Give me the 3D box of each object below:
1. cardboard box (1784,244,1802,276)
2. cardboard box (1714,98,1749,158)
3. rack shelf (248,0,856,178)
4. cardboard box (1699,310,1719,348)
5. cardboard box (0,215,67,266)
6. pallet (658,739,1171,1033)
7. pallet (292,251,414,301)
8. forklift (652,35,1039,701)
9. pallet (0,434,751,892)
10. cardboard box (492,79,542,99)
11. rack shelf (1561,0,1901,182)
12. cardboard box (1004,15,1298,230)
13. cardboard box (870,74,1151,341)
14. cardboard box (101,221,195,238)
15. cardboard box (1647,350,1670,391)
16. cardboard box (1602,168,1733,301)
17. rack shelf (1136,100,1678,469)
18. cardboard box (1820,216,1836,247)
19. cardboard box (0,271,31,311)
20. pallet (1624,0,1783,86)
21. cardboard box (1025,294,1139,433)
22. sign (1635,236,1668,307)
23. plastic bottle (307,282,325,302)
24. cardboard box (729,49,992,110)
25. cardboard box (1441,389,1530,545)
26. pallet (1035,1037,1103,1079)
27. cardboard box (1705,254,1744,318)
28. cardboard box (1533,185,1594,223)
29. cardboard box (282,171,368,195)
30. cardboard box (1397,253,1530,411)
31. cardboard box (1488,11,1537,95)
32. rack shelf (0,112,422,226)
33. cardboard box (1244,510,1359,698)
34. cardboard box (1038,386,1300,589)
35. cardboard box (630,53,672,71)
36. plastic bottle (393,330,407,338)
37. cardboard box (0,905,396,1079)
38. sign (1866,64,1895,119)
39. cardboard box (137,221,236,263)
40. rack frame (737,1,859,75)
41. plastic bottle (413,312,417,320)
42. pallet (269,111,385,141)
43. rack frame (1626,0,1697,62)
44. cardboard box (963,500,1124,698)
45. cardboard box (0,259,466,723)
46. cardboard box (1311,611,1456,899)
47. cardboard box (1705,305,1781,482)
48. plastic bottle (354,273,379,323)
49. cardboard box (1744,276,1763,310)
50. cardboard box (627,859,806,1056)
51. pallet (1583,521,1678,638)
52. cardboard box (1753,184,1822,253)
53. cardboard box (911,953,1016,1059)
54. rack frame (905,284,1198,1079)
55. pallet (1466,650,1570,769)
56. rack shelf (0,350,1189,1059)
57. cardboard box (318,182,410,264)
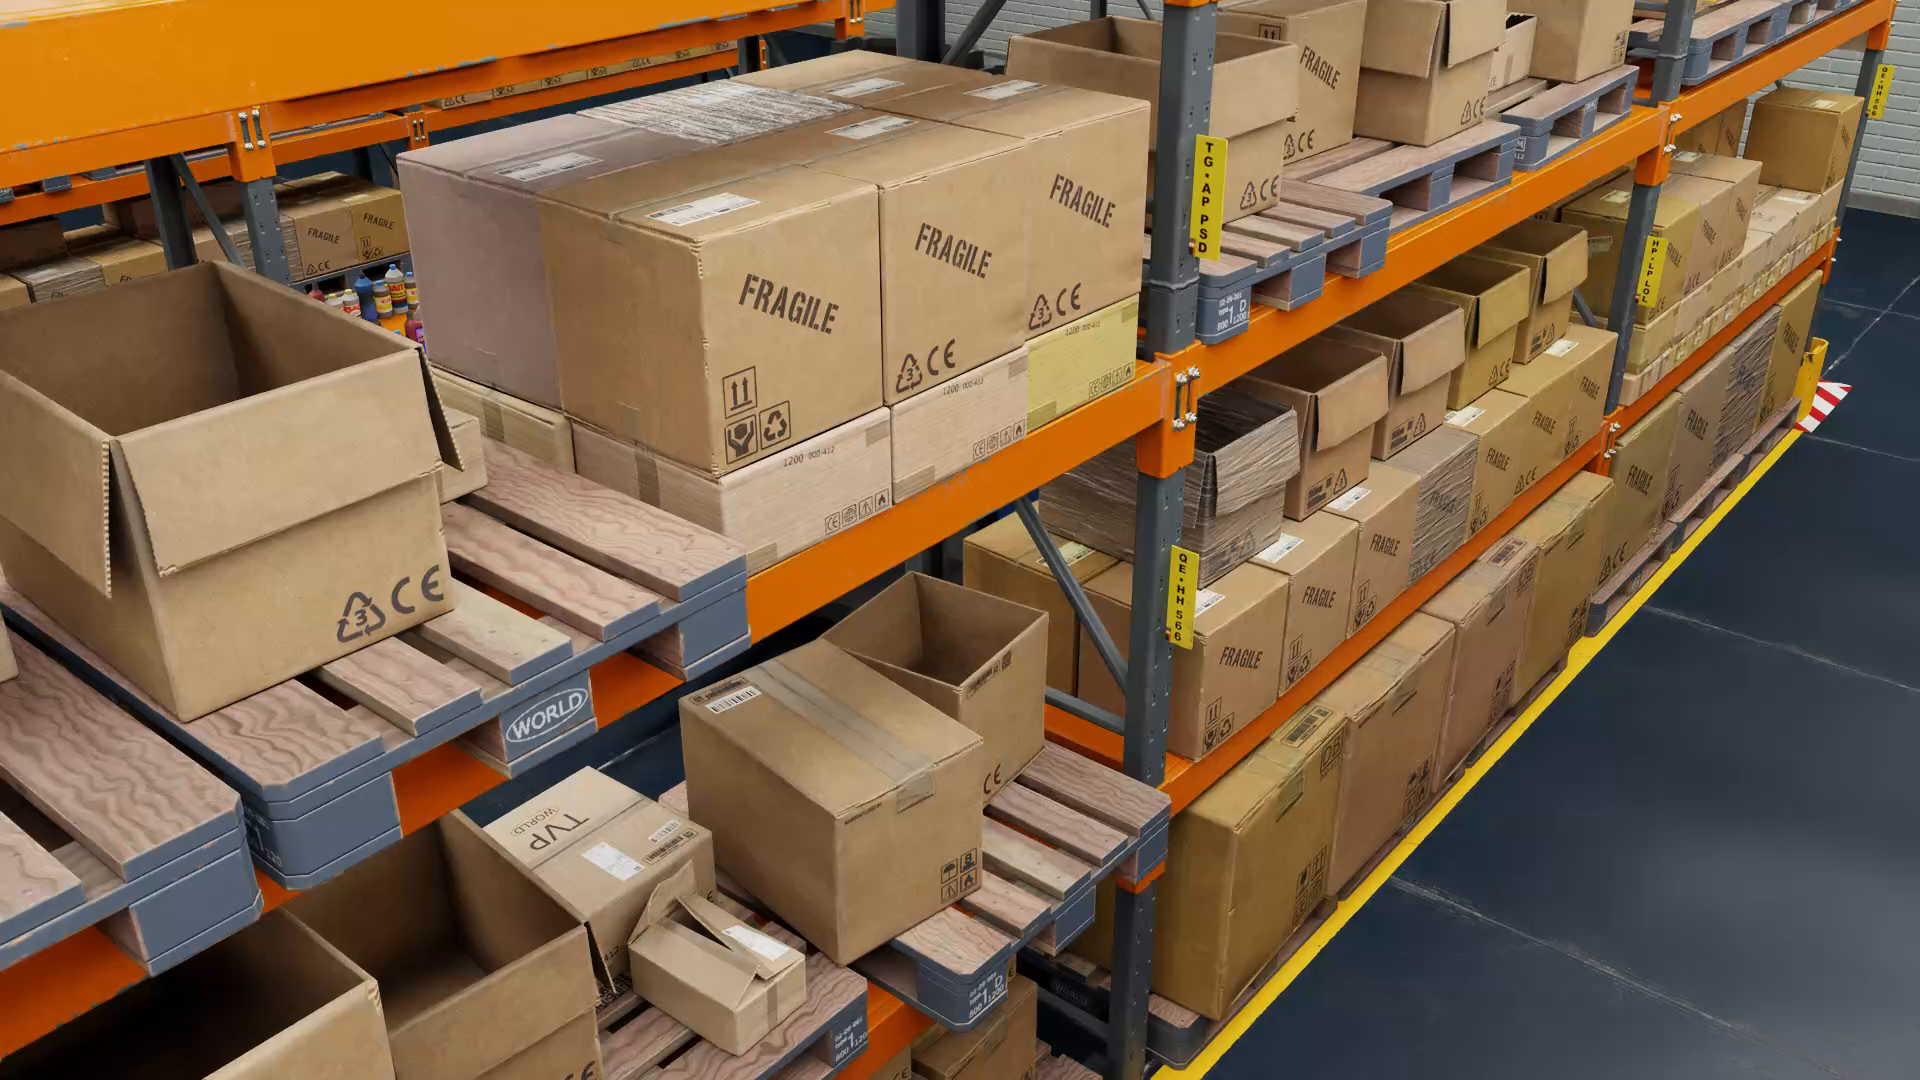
[{"bbox_3d":[4.868,-1.735,10.113,0.380,0.149,0.250,21,34,35],"label":"cardboard box"},{"bbox_3d":[4.493,-2.469,10.282,0.500,0.500,0.500,20,33,33],"label":"cardboard box"},{"bbox_3d":[-2.313,-2.672,9.169,1.077,0.370,4.000,21,34,34],"label":"rack shelf"},{"bbox_3d":[3.888,-1.188,9.056,0.380,0.149,0.250,20,34,34],"label":"cardboard box"},{"bbox_3d":[-6.959,-2.239,12.239,0.500,0.250,0.500,22,35,36],"label":"cardboard box"},{"bbox_3d":[-0.135,0.866,5.020,1.213,0.211,1.003,21,34,34],"label":"pallet"},{"bbox_3d":[-5.349,-2.280,13.927,1.003,0.211,1.213,21,34,34],"label":"pallet"},{"bbox_3d":[-0.466,-0.888,8.276,1.130,2.935,3.031,15,31,26],"label":"forklift"},{"bbox_3d":[-1.176,0.110,3.212,1.213,0.211,1.003,21,34,34],"label":"pallet"},{"bbox_3d":[-4.003,-4.146,14.390,0.500,0.500,0.500,21,34,35],"label":"cardboard box"},{"bbox_3d":[4.053,-2.643,9.113,1.077,0.370,4.000,21,34,34],"label":"rack shelf"},{"bbox_3d":[0.569,-1.305,5.174,0.797,0.503,0.637,23,35,37],"label":"cardboard box"},{"bbox_3d":[0.126,-0.859,4.229,0.500,0.500,0.500,22,34,36],"label":"cardboard box"},{"bbox_3d":[-6.333,-2.256,13.088,0.500,0.500,0.500,19,33,33],"label":"cardboard box"},{"bbox_3d":[3.393,-0.910,8.518,0.380,0.149,0.250,19,33,33],"label":"cardboard box"},{"bbox_3d":[3.602,-1.587,8.577,0.500,0.500,0.500,21,34,34],"label":"cardboard box"},{"bbox_3d":[1.509,-1.225,6.371,1.077,0.370,4.000,21,34,34],"label":"rack shelf"},{"bbox_3d":[5.353,-2.005,10.635,0.380,0.149,0.250,22,34,35],"label":"cardboard box"},{"bbox_3d":[-6.895,-1.562,11.747,0.500,0.500,0.500,22,35,36],"label":"cardboard box"},{"bbox_3d":[3.309,-2.501,8.152,1.003,0.211,1.213,21,34,34],"label":"pallet"},{"bbox_3d":[0.123,-0.528,4.405,0.500,0.250,0.500,21,34,35],"label":"cardboard box"},{"bbox_3d":[3.206,-1.245,7.718,0.100,0.325,0.005,21,34,34],"label":"sign"},{"bbox_3d":[-3.510,-1.249,9.026,0.061,0.283,0.133,21,34,34],"label":"plastic bottle"},{"bbox_3d":[-0.261,-1.010,4.521,0.500,0.500,0.500,21,34,35],"label":"cardboard box"},{"bbox_3d":[2.047,-0.359,7.071,0.500,0.500,0.500,20,34,34],"label":"cardboard box"},{"bbox_3d":[-0.262,2.012,5.630,1.003,0.211,1.213,21,34,34],"label":"pallet"},{"bbox_3d":[3.927,-1.437,9.102,0.500,0.250,0.500,22,34,36],"label":"cardboard box"},{"bbox_3d":[2.867,-1.561,8.526,0.500,0.500,0.500,22,35,36],"label":"cardboard box"},{"bbox_3d":[-5.357,-2.802,14.144,0.500,0.500,0.500,19,33,32],"label":"cardboard box"},{"bbox_3d":[1.935,-0.942,7.106,0.797,0.503,0.637,21,34,35],"label":"cardboard box"},{"bbox_3d":[2.014,-2.038,6.800,0.500,0.311,0.500,19,33,33],"label":"cardboard box"},{"bbox_3d":[-6.133,-2.789,12.660,1.077,0.370,4.000,21,34,34],"label":"rack shelf"},{"bbox_3d":[1.082,0.176,6.036,0.500,0.500,0.500,20,33,33],"label":"cardboard box"},{"bbox_3d":[0.714,-0.247,5.763,0.797,0.503,0.637,22,35,36],"label":"cardboard box"},{"bbox_3d":[-3.040,-4.682,15.426,0.500,0.500,0.500,21,34,35],"label":"cardboard box"},{"bbox_3d":[-2.904,-0.989,8.613,0.097,0.201,0.097,0,27,0],"label":"plastic bottle"},{"bbox_3d":[-1.694,1.222,3.014,1.000,1.000,1.000,21,34,35],"label":"cardboard box"},{"bbox_3d":[5.735,-2.795,10.371,0.100,0.325,0.005,21,34,34],"label":"sign"},{"bbox_3d":[-5.916,-2.113,12.811,0.500,0.500,0.500,19,33,33],"label":"cardboard box"},{"bbox_3d":[-1.041,-2.369,11.064,1.000,3.000,0.127,21,34,34],"label":"rack frame"},{"bbox_3d":[-2.874,-1.115,8.857,0.097,0.201,0.097,0,27,0],"label":"plastic bottle"},{"bbox_3d":[-5.453,-3.481,13.423,1.003,0.211,1.213,21,34,34],"label":"pallet"},{"bbox_3d":[2.781,-3.586,6.887,1.000,3.000,0.127,21,34,34],"label":"rack frame"},{"bbox_3d":[0.359,0.205,5.980,0.500,0.500,0.500,22,35,36],"label":"cardboard box"},{"bbox_3d":[-1.334,-0.121,2.886,0.797,0.503,0.637,22,35,36],"label":"cardboard box"},{"bbox_3d":[1.264,0.702,6.984,1.225,0.875,0.875,21,34,35],"label":"cardboard box"},{"bbox_3d":[4.401,-1.009,10.292,0.875,0.875,0.875,21,34,34],"label":"cardboard box"},{"bbox_3d":[-3.299,-1.348,9.231,0.097,0.271,0.097,0,27,0],"label":"plastic bottle"},{"bbox_3d":[4.380,-1.463,9.587,0.380,0.149,0.250,22,34,35],"label":"cardboard box"},{"bbox_3d":[-0.616,1.040,4.163,0.396,0.266,0.258,20,33,33],"label":"cardboard box"},{"bbox_3d":[3.325,0.071,9.384,1.003,0.211,1.213,21,34,34],"label":"pallet"},{"bbox_3d":[4.898,-1.976,10.144,0.500,0.250,0.500,20,33,34],"label":"cardboard box"},{"bbox_3d":[-0.166,1.325,5.349,0.500,0.250,0.500,22,35,36],"label":"cardboard box"},{"bbox_3d":[0.237,0.497,5.524,1.000,3.000,0.127,21,34,34],"label":"rack frame"},{"bbox_3d":[2.348,0.613,8.335,1.003,0.211,1.213,21,34,34],"label":"pallet"},{"bbox_3d":[-1.036,0.193,3.630,1.077,0.370,4.000,21,34,34],"label":"rack shelf"},{"bbox_3d":[-4.954,-2.644,13.838,0.500,0.500,0.500,21,34,34],"label":"cardboard box"}]
